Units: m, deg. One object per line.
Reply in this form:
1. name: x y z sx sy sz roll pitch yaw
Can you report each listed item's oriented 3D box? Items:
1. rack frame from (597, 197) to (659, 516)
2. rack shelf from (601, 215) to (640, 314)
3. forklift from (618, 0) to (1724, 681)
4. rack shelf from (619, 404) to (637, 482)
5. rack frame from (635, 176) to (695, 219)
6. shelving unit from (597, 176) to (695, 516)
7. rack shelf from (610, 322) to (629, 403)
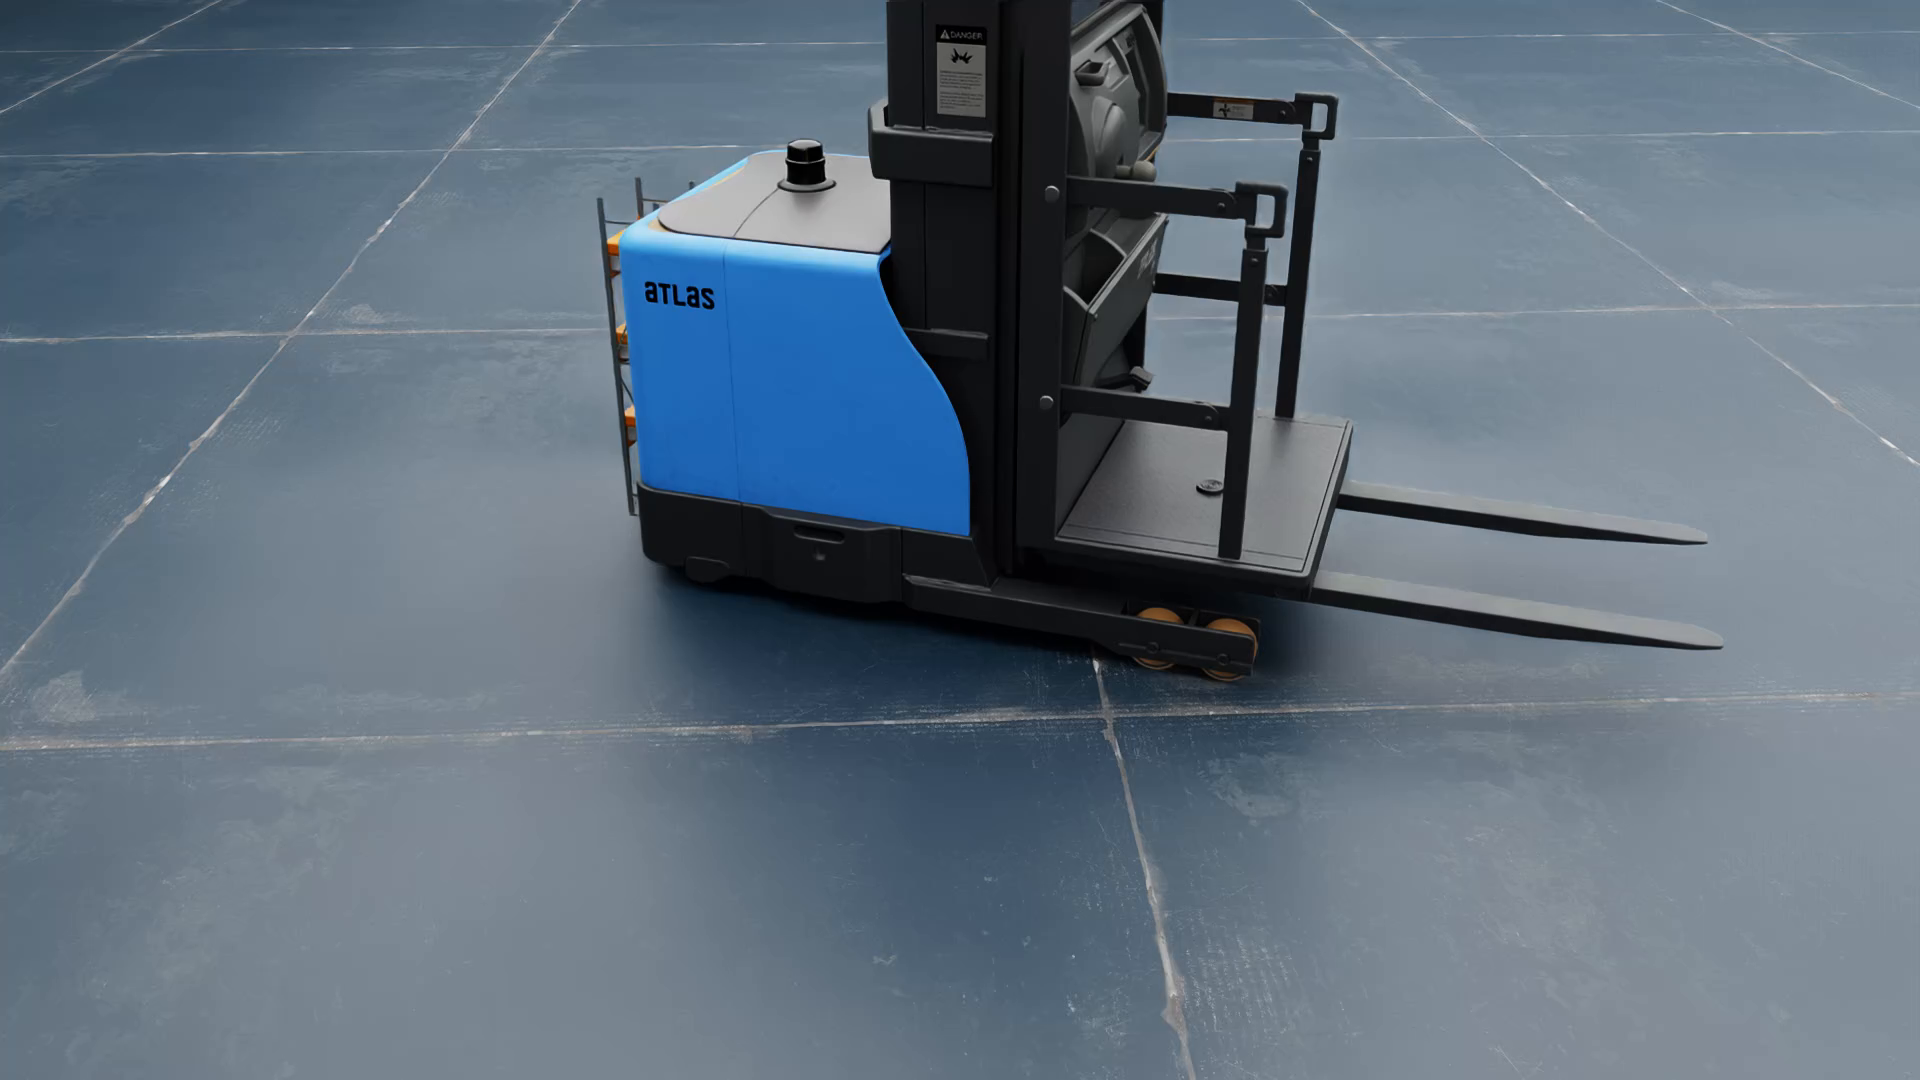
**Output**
1. rack frame: -0.980 -0.535 5.141 0.200 1.050 0.008 8 29 15
2. rack shelf: -0.943 -0.831 5.118 0.215 0.259 0.240 8 29 15
3. forklift: 0.614 -1.192 4.367 3.031 2.935 1.130 9 29 16
4. rack shelf: -0.943 -0.333 5.378 0.215 0.259 0.240 8 29 15
5. rack frame: -0.907 -0.643 5.347 0.200 1.050 0.008 8 29 15
6. shelving unit: -0.943 -0.589 5.244 0.215 1.050 0.252 8 29 15
7. rack shelf: -0.943 -0.580 5.249 0.215 0.259 0.240 8 29 15
